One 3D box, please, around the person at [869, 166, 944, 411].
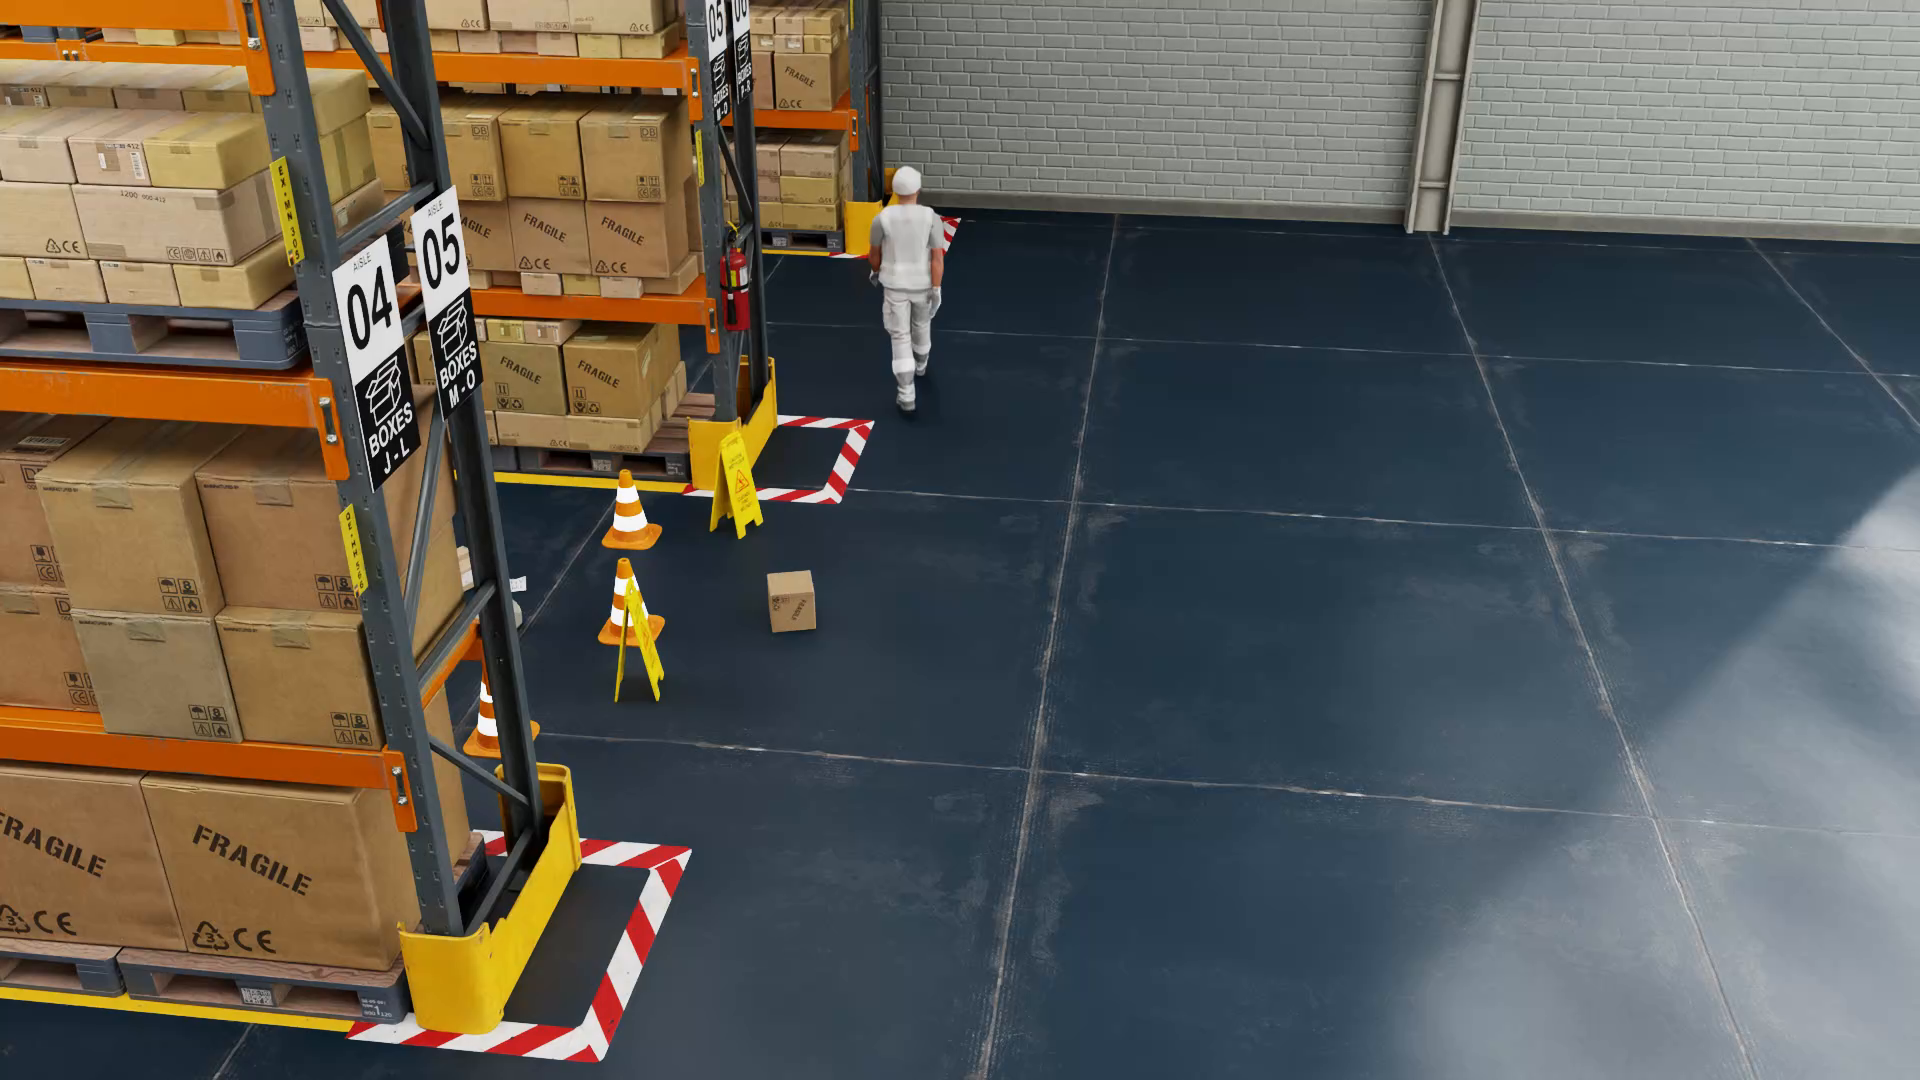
[{"bbox_3d":[-0.396,-1.907,12.152,0.536,1.733,1.056,-3,28,-5],"label":"person"}]
